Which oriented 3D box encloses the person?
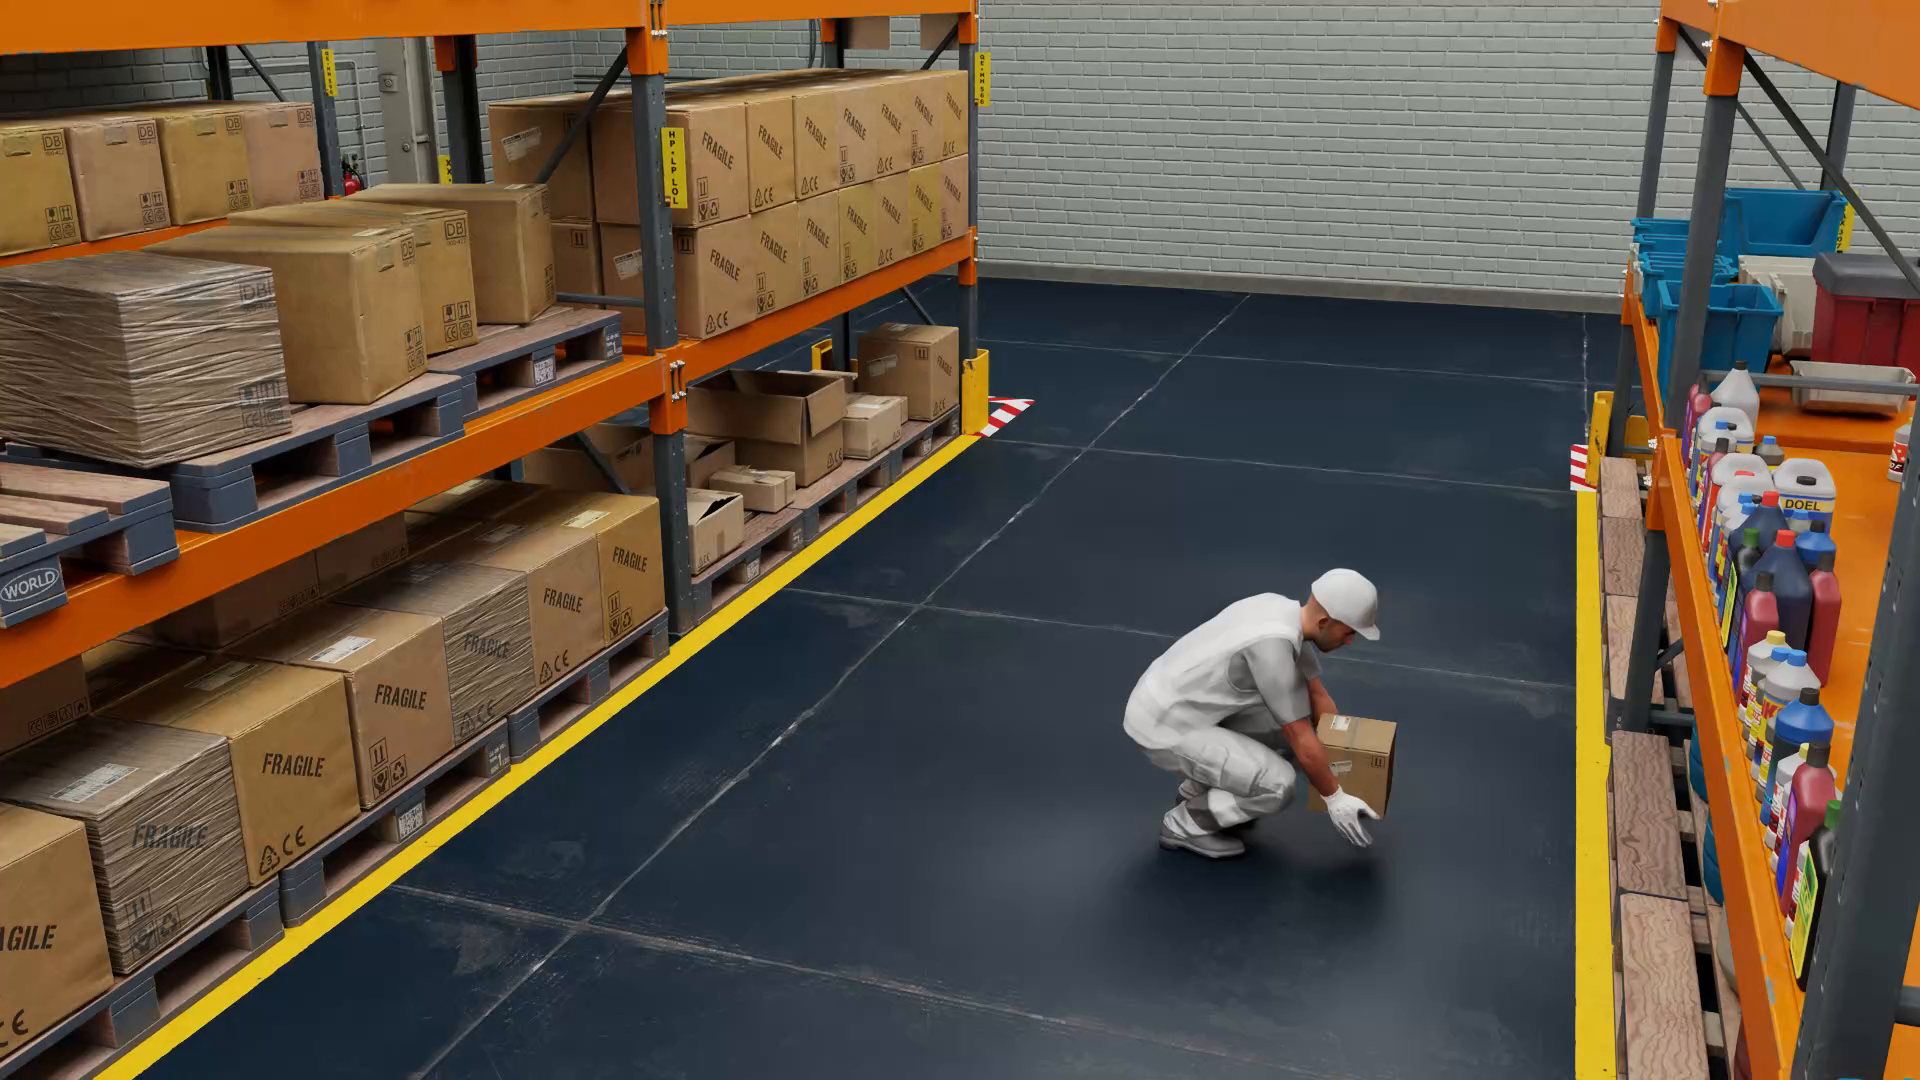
[{"bbox_3d":[1.004,0.560,5.608,0.881,0.998,0.552,6,19,18],"label":"person"}]
